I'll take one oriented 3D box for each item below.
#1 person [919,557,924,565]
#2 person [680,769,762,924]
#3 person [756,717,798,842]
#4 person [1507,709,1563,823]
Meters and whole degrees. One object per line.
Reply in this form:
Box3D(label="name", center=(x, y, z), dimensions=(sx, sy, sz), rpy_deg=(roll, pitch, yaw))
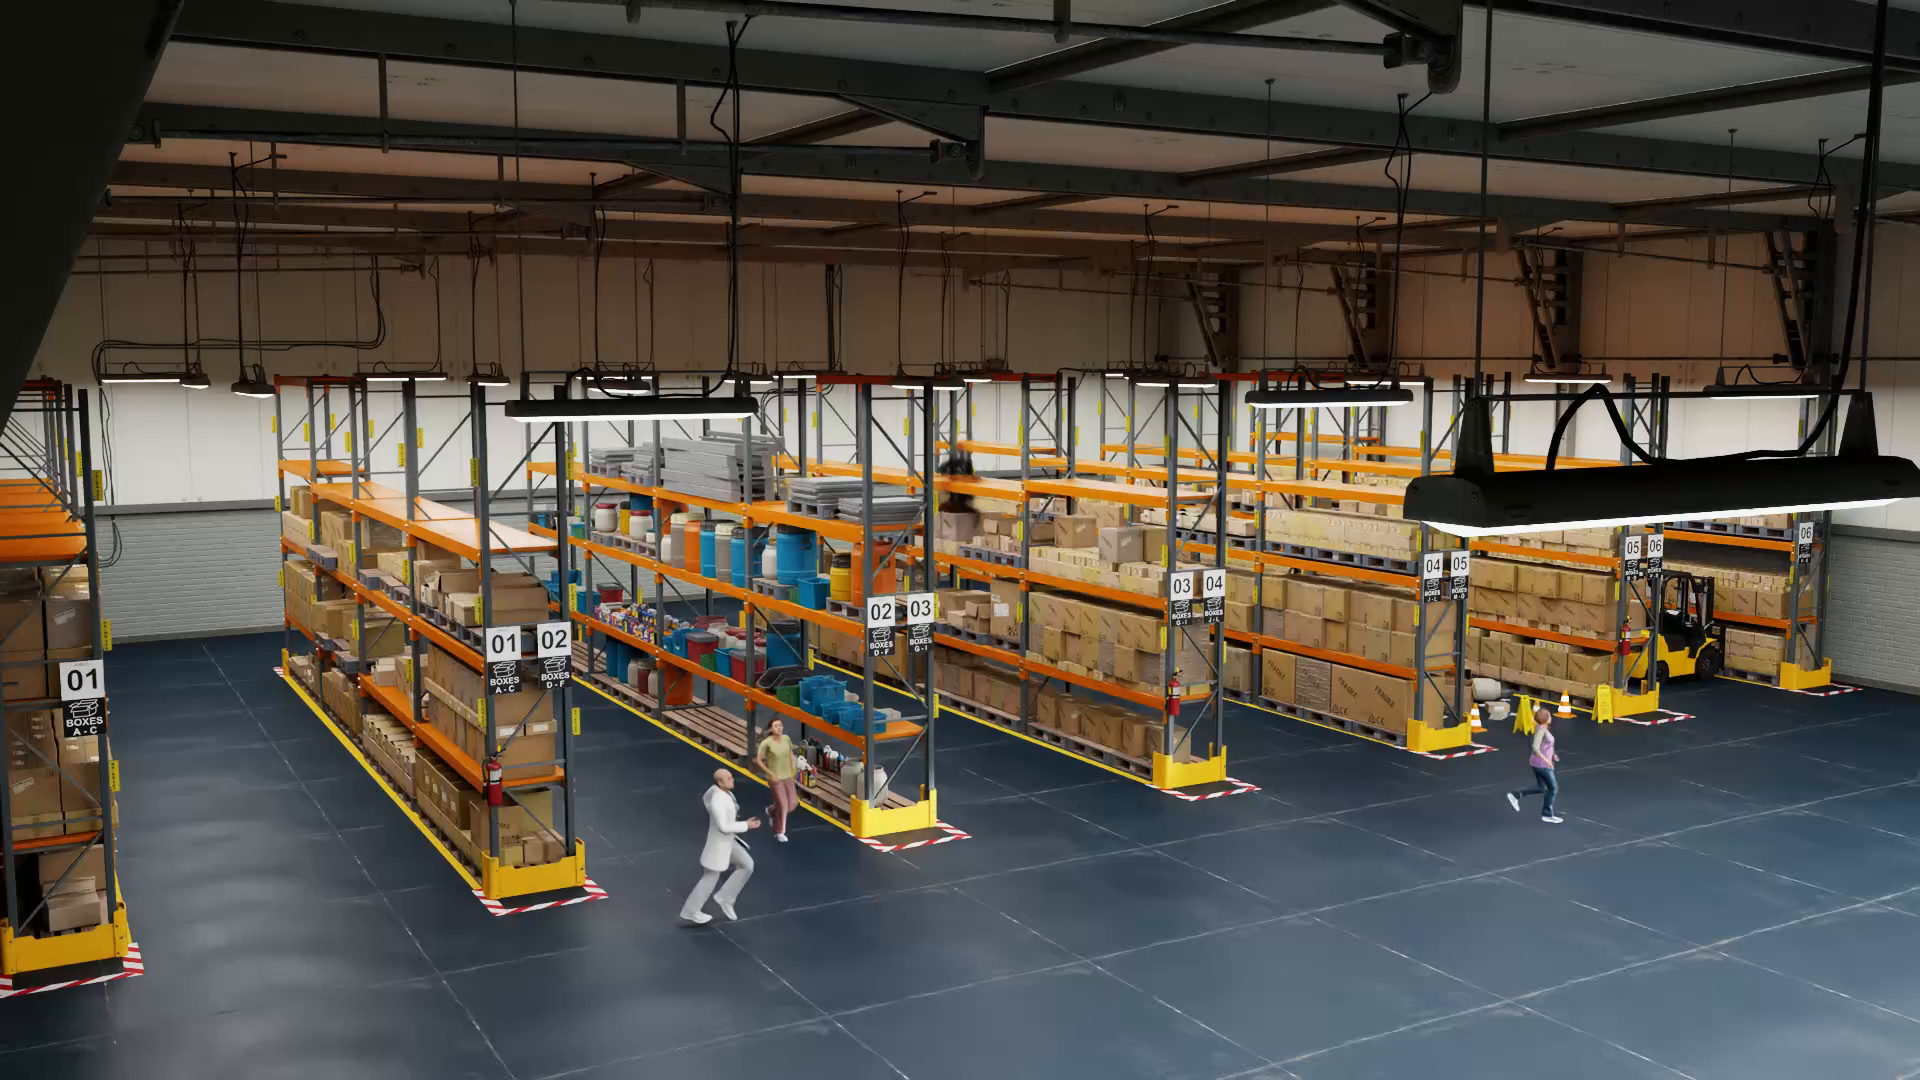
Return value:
Box3D(label="person", center=(-0.866, 1.244, 38.598), dimensions=(0.699, 1.823, 0.722), rpy_deg=(-4, 7, -31))
Box3D(label="person", center=(-2.668, 3.512, 18.635), dimensions=(0.928, 1.567, 0.732), rpy_deg=(0, 6, 4))
Box3D(label="person", center=(-2.406, 3.134, 21.913), dimensions=(0.580, 1.636, 0.547), rpy_deg=(-5, 8, -38))
Box3D(label="person", center=(7.873, 3.074, 22.704), dimensions=(0.738, 1.563, 0.569), rpy_deg=(1, 6, 13))
